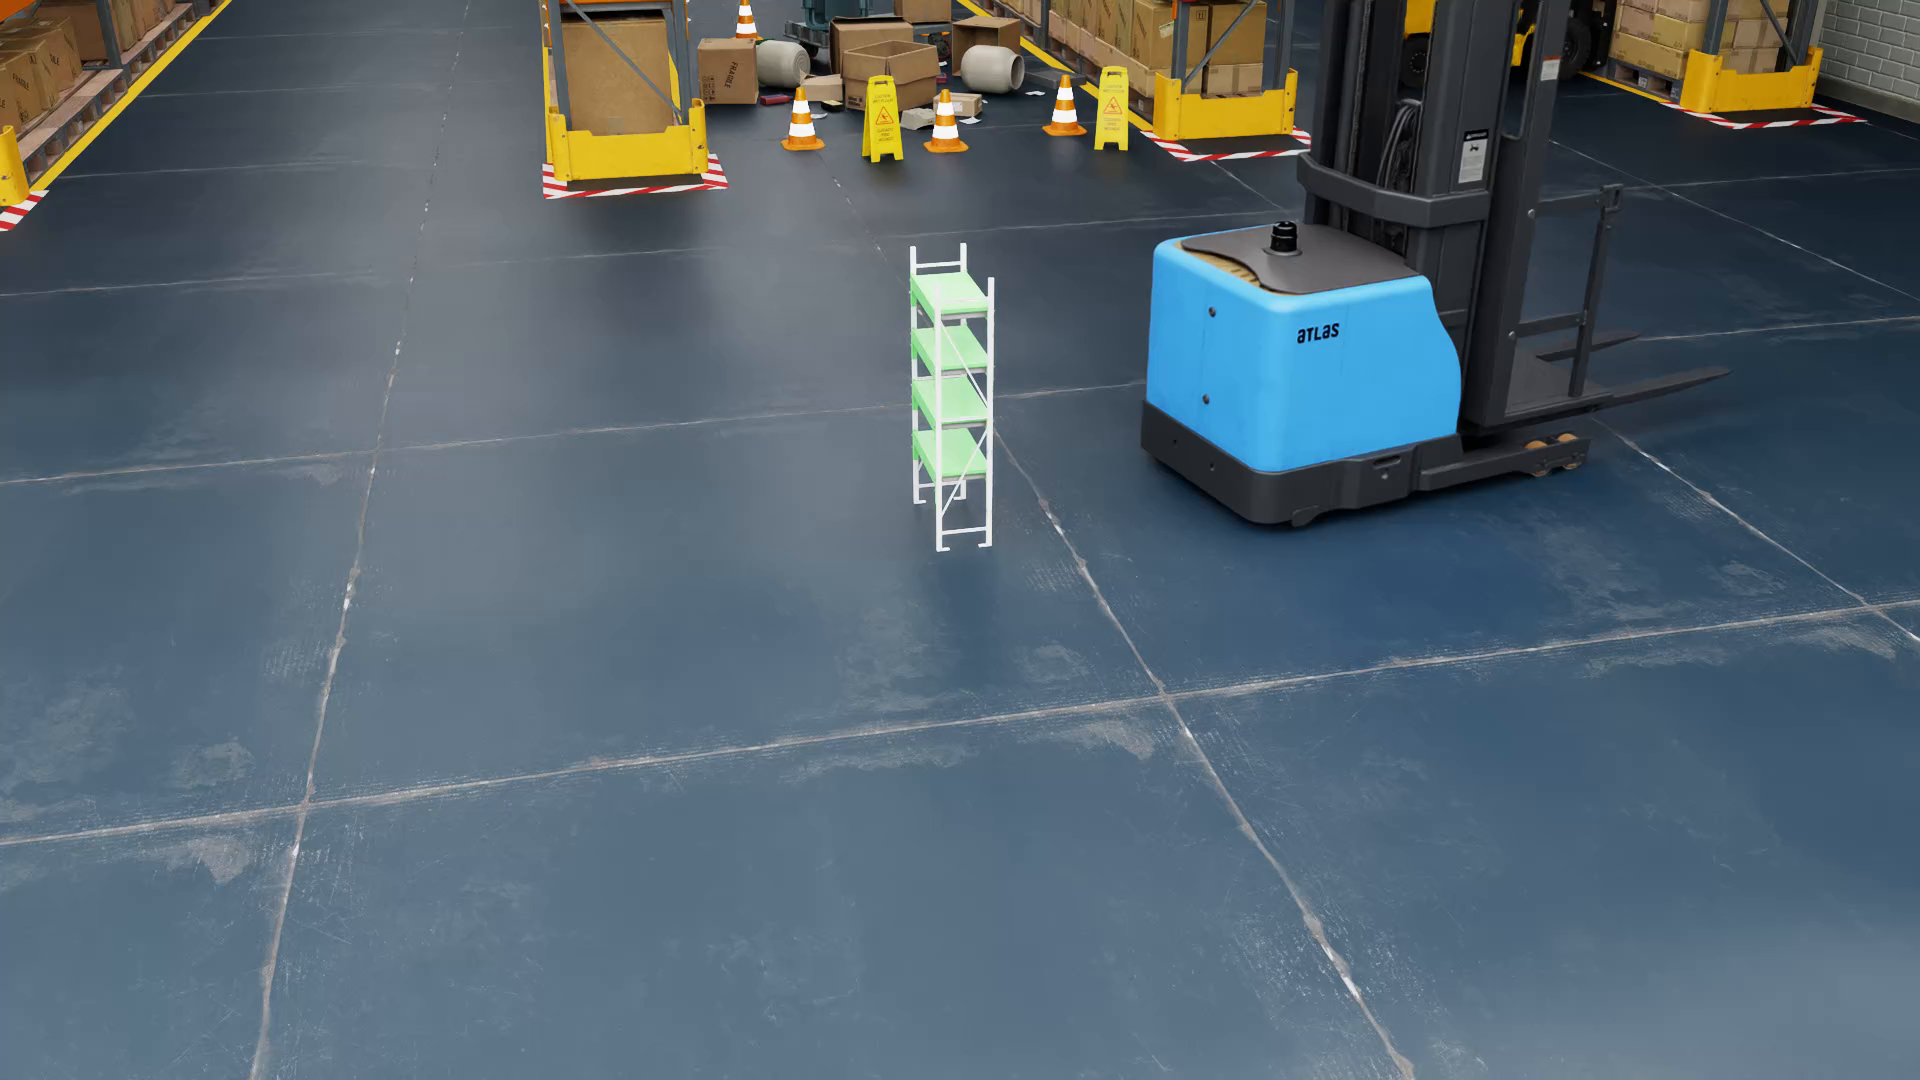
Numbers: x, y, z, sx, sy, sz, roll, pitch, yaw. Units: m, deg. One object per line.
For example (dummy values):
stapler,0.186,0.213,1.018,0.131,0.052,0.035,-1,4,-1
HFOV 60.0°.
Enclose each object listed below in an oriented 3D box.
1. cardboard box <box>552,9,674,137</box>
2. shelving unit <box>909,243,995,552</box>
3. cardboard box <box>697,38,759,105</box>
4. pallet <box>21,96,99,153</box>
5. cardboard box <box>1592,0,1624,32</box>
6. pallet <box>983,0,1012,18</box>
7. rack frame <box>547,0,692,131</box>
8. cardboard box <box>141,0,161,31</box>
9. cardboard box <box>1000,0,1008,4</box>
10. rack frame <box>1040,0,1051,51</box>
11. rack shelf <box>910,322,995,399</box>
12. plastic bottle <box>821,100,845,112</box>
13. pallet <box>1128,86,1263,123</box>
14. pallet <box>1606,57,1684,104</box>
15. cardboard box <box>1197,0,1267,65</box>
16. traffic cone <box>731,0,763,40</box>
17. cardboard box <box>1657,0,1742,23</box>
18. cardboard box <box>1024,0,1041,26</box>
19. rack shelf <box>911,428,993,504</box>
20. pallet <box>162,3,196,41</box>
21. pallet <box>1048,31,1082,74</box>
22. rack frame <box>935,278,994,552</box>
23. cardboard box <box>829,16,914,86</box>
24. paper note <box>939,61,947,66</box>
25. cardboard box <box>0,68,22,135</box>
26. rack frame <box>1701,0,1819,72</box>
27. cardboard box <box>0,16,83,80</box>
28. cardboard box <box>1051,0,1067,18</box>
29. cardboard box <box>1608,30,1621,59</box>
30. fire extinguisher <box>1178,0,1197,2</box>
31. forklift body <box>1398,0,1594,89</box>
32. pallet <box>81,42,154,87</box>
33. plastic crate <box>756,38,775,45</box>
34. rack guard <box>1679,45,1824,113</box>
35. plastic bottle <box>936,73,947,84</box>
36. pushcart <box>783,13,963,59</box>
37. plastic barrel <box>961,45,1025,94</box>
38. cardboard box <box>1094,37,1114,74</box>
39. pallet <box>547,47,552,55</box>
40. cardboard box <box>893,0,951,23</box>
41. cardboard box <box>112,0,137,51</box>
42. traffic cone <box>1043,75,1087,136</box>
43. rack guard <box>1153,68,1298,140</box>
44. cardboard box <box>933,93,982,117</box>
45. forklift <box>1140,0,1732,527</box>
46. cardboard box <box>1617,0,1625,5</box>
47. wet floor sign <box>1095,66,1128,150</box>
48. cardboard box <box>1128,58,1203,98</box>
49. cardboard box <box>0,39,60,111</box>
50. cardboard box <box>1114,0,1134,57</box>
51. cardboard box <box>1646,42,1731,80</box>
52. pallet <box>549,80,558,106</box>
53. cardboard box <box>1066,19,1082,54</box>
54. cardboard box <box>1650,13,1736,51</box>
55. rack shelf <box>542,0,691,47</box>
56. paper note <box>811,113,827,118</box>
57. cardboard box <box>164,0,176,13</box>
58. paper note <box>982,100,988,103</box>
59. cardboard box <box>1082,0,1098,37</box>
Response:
cardboard box,-2.774,-3.742,13.227,0.875,0.875,0.875,-6,27,-11
shelving unit,-0.037,-0.608,7.124,0.258,1.200,0.503,-6,27,-12
cardboard box,-2.108,-4.276,15.165,0.500,0.500,0.500,-1,27,-3
pallet,-7.849,-3.436,13.824,1.003,0.211,1.213,-6,27,-12
cardboard box,6.425,-5.076,16.008,0.500,0.250,0.500,-7,28,-13
pallet,0.886,-6.149,19.198,1.003,0.211,1.213,-6,27,-12
rack frame,-2.557,-4.212,12.267,1.000,3.000,0.127,-6,27,-12
cardboard box,-8.772,-5.563,17.229,0.700,0.500,0.500,-4,27,-7
cardboard box,0.897,-6.380,19.012,0.950,0.372,0.625,-5,27,-10
rack frame,1.342,-6.515,16.830,1.000,3.000,0.127,-6,27,-12
rack shelf,-0.037,-0.766,7.044,0.258,0.148,0.480,-6,27,-12
plastic bottle,-1.156,-3.895,14.899,0.133,0.061,0.283,-16,31,-29
pallet,2.077,-3.908,14.759,1.003,0.211,1.213,-6,27,-12
pallet,6.865,-4.352,15.637,1.003,0.211,1.213,-6,27,-12
cardboard box,2.325,-4.447,14.484,0.500,0.500,0.500,-7,28,-13
traffic cone,-2.289,-5.578,17.788,0.336,0.463,0.334,-6,27,-12
cardboard box,6.671,-4.842,14.990,0.500,0.250,0.500,-5,27,-10
cardboard box,1.221,-5.760,17.783,0.950,0.372,0.625,-6,27,-11
rack shelf,-0.037,-0.337,7.261,0.258,0.148,0.480,-6,27,-12
pallet,-9.040,-5.677,18.263,1.003,0.211,1.213,-6,27,-12
pallet,1.528,-4.979,16.881,1.003,0.211,1.213,-6,27,-12
rack frame,0.018,-0.501,6.911,0.240,1.200,0.015,-6,27,-12
cardboard box,-0.838,-4.629,15.713,0.797,0.637,0.503,-6,27,-12
paper note,-0.201,-4.784,16.694,0.148,0.019,0.142,-6,27,-12
cardboard box,-7.704,-3.359,12.885,0.500,0.500,0.500,1,27,2
rack frame,7.078,-5.265,14.352,1.000,3.000,0.127,-6,27,-12
cardboard box,-8.262,-4.401,14.949,0.500,0.500,0.500,-7,28,-13
cardboard box,1.212,-5.524,16.618,0.500,0.500,0.500,-5,27,-9
cardboard box,6.458,-4.839,16.094,0.500,0.250,0.500,-6,27,-11
fire extinguisher,1.820,-4.628,13.176,0.296,0.674,0.183,-6,27,-12
forklift body,4.874,-5.533,15.826,2.313,2.155,1.214,-6,27,-12
pallet,-8.490,-4.606,16.141,1.003,0.211,1.213,-6,27,-12
plastic crate,-2.143,-4.796,16.479,0.450,0.188,0.662,-2,25,20
rack guard,7.084,-4.139,14.895,1.175,0.500,0.348,-6,27,-12
plastic bottle,-0.195,-4.447,15.992,0.133,0.061,0.283,-1,27,-3
pushcart,-0.868,-5.091,16.918,1.648,0.377,0.936,-16,31,-29
plastic barrel,0.303,-4.362,15.423,0.512,0.421,0.421,13,30,24
cardboard box,1.567,-4.504,15.431,0.500,0.250,0.500,-7,28,-13
pallet,-3.705,-5.055,17.030,1.003,0.211,1.213,-6,27,-12
cardboard box,-0.386,-5.544,16.838,0.500,0.500,0.500,-6,27,-12
cardboard box,-8.520,-5.073,16.257,0.700,0.500,0.500,-6,27,-12
traffic cone,0.889,-3.685,14.037,0.336,0.463,0.334,-6,27,-12
rack guard,2.226,-3.677,13.980,1.175,0.500,0.348,-6,27,-12
cardboard box,-0.020,-3.857,14.726,0.380,0.149,0.250,8,28,15
forklift,2.423,-1.807,7.578,3.031,2.935,1.130,-12,29,-23
cardboard box,6.427,-5.286,15.870,0.500,0.250,0.500,-6,27,-11
wet floor sign,1.244,-3.516,13.501,0.267,0.644,0.232,3,27,6
cardboard box,1.794,-4.057,14.545,0.500,0.250,0.500,-6,27,-12
cardboard box,-7.909,-3.886,13.928,0.500,0.500,0.500,-8,28,-16
cardboard box,1.688,-4.608,14.804,0.500,0.500,0.500,-5,27,-10
cardboard box,6.665,-4.399,15.222,0.500,0.250,0.500,-6,27,-11
pallet,-3.085,-3.845,14.634,1.003,0.211,1.213,-6,27,-12
cardboard box,1.343,-4.956,16.325,0.500,0.250,0.500,-4,27,-9
cardboard box,6.664,-4.630,15.125,0.500,0.250,0.500,-6,27,-12
rack shelf,-3.007,-4.769,14.168,1.077,0.370,4.000,-6,27,-12
paper note,-1.247,-3.729,14.605,0.144,0.017,0.142,3,27,6
cardboard box,-9.044,-6.054,18.200,0.700,0.500,0.500,-7,28,-14
paper note,0.223,-4.001,15.165,0.032,0.001,0.123,-6,27,-12
cardboard box,1.459,-5.062,15.704,0.500,0.500,0.500,-5,27,-9
